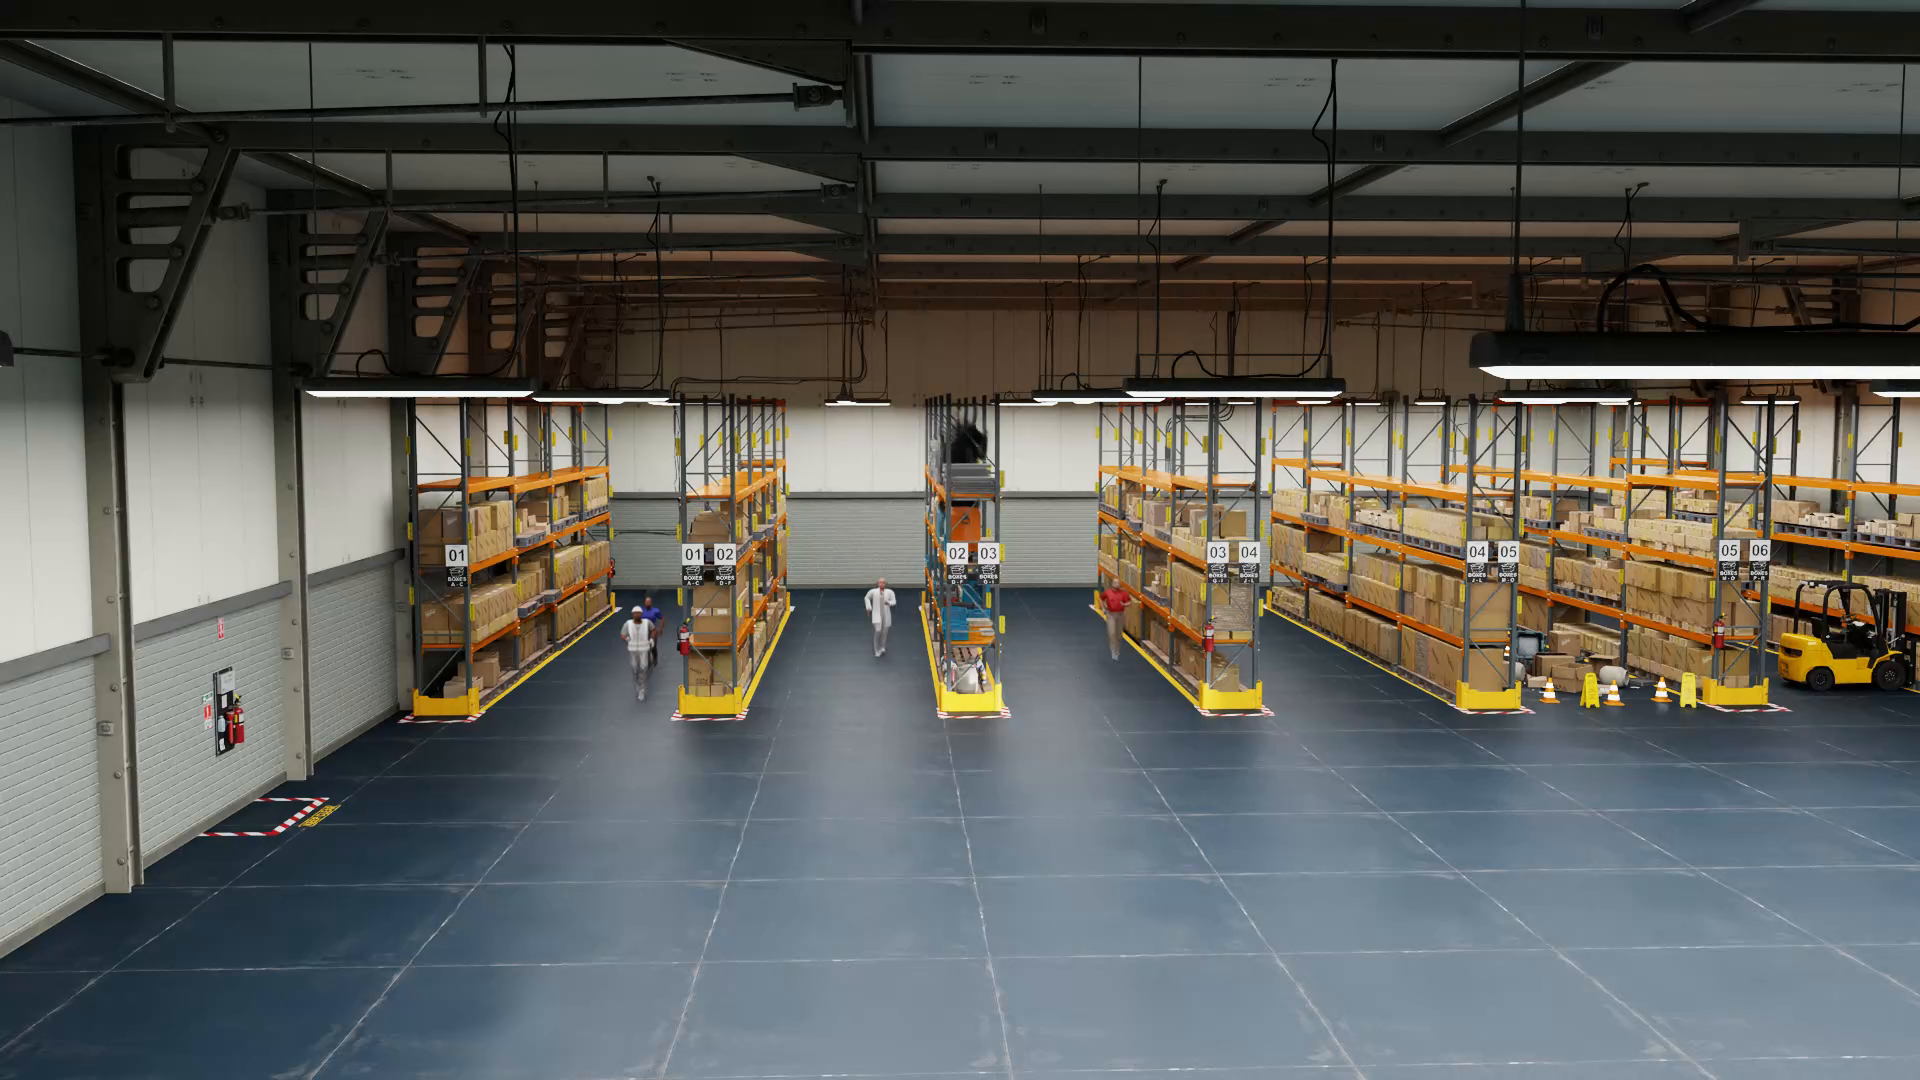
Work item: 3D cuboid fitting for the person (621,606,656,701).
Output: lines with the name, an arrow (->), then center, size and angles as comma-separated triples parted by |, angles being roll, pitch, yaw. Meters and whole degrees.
person -> -6.385, 2.214, 32.988 | 0.672, 1.819, 0.928 | 0, 5, -4

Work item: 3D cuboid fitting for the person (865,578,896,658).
person -> -1.822, 1.805, 38.525 | 0.675, 1.835, 0.829 | -1, 5, -13

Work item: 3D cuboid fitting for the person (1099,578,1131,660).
person -> 3.391, 1.717, 36.147 | 0.662, 1.775, 0.925 | 0, 5, -5

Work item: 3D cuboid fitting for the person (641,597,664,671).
person -> -6.791, 2.050, 36.398 | 0.608, 1.615, 0.557 | 0, 5, -4
